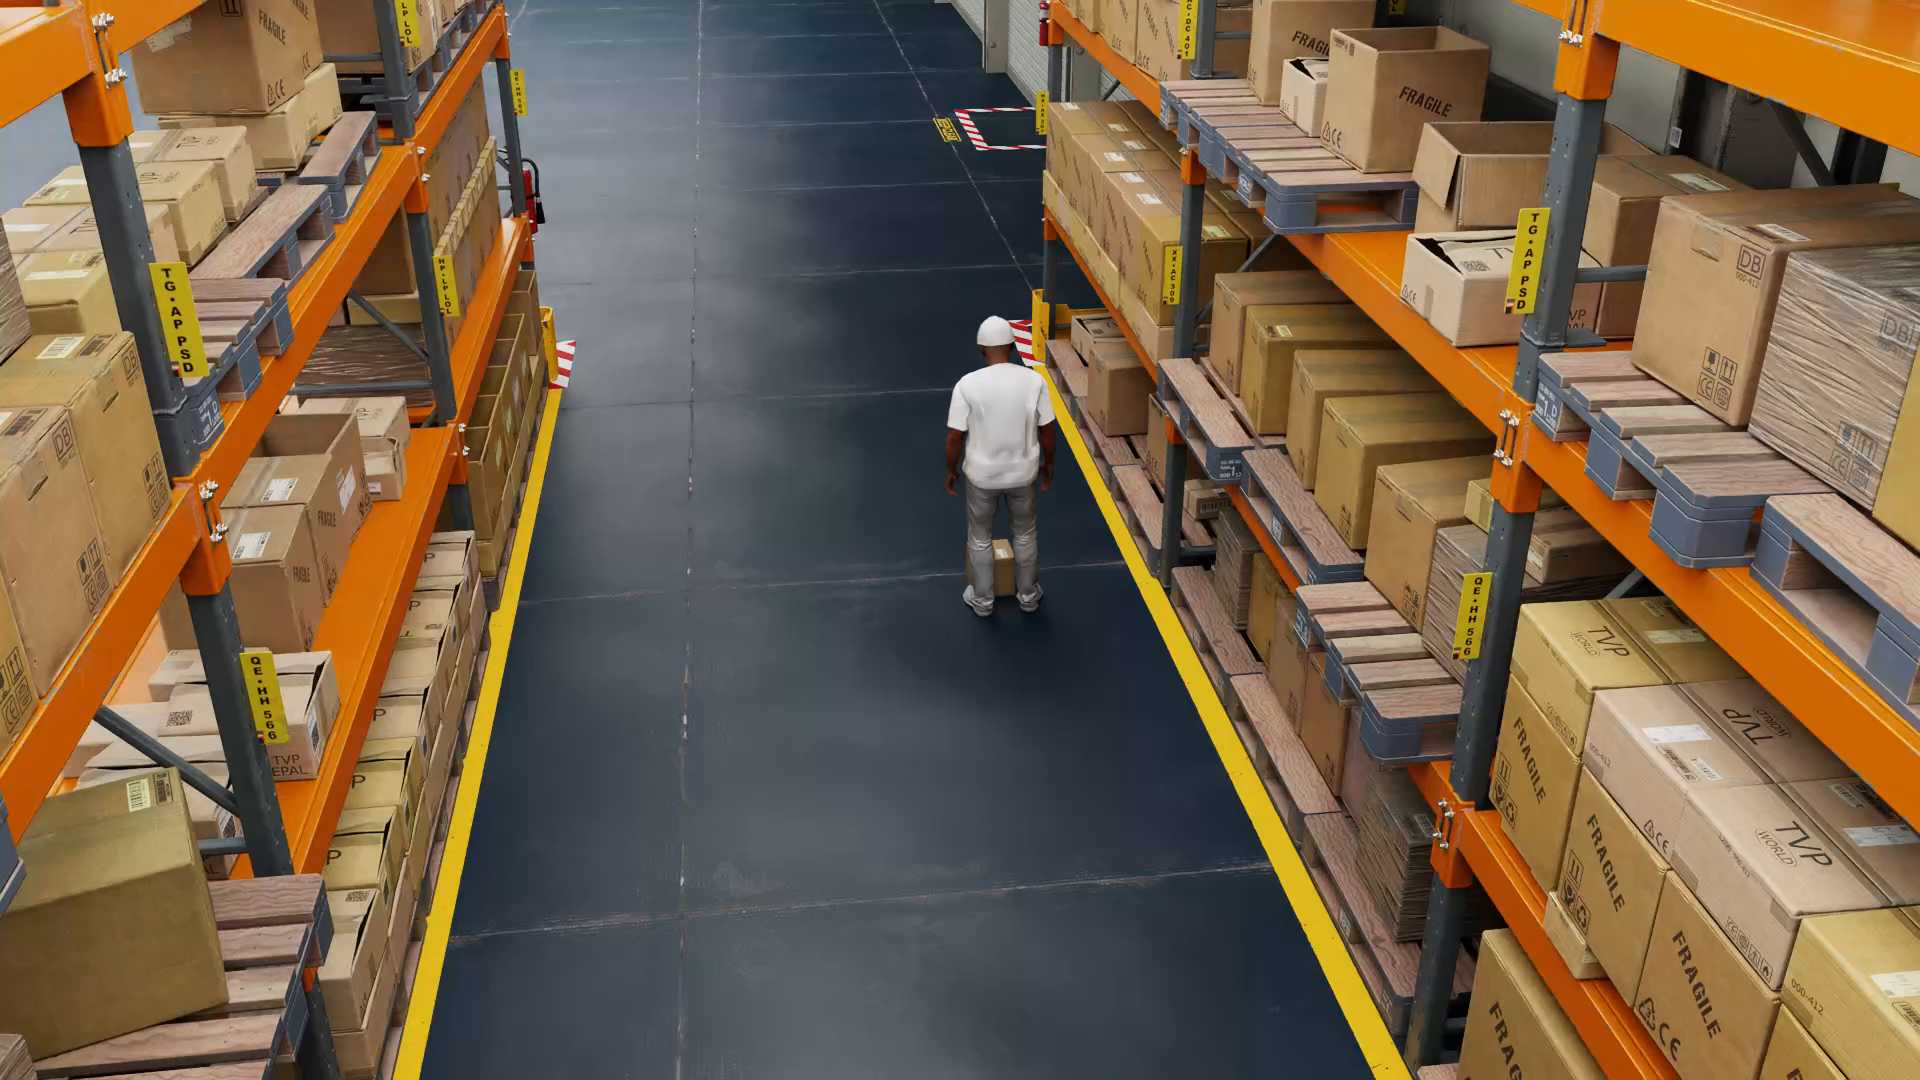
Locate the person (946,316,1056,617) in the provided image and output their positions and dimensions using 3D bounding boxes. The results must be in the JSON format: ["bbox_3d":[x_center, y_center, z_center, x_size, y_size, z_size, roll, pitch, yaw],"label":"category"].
[{"bbox_3d":[0.227,-0.402,9.387,0.627,1.761,0.459,-4,27,-7],"label":"person"}]
